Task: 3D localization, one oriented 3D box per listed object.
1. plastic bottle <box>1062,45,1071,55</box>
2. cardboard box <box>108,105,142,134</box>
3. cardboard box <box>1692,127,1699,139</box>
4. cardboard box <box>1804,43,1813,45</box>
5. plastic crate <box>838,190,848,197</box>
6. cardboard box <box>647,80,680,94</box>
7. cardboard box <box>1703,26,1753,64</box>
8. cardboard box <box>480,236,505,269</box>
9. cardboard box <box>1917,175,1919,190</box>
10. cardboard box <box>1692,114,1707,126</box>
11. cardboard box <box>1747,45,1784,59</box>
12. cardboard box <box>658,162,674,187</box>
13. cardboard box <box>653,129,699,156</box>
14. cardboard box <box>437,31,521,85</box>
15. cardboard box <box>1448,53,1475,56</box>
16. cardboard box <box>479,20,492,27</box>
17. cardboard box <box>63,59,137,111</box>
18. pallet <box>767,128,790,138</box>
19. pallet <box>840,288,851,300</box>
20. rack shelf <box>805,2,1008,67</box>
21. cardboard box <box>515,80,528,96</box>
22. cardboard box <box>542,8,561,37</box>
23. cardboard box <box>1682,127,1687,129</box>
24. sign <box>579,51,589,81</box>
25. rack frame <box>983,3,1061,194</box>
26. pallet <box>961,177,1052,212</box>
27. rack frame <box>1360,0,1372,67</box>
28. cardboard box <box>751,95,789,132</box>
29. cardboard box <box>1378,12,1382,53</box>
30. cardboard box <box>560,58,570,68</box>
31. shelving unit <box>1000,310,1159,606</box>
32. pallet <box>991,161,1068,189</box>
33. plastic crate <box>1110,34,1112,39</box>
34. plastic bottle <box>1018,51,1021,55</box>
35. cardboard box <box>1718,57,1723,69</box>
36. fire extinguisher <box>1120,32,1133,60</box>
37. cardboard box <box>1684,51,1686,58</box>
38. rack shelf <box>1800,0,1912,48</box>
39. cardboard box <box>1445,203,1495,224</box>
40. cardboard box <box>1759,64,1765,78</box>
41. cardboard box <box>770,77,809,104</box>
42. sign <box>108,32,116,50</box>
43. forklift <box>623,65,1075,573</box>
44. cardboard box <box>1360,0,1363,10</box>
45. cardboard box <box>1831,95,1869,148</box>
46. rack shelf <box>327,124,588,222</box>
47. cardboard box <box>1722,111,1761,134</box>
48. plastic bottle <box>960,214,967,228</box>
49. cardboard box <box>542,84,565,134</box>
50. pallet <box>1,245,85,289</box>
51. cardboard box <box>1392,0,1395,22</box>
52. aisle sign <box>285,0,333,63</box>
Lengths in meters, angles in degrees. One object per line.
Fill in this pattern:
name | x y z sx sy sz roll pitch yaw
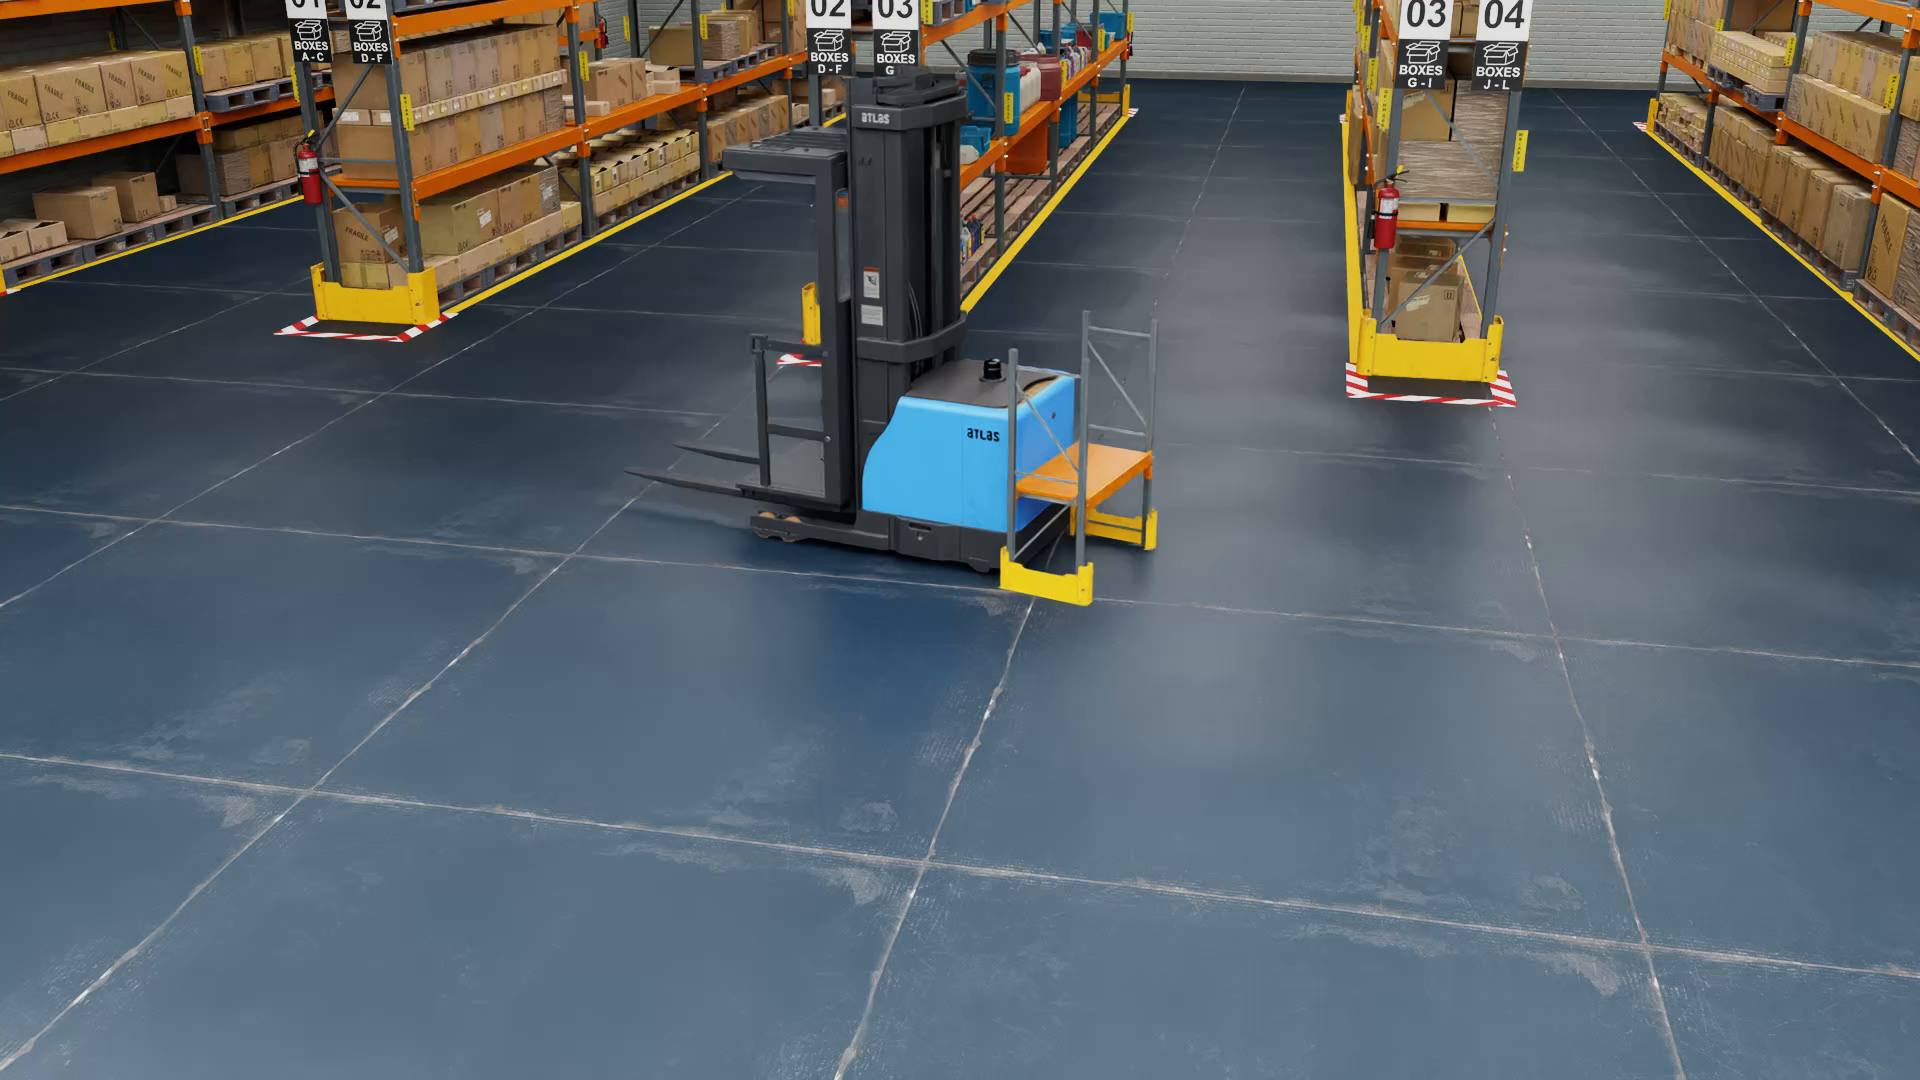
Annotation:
plastic bottle | 1.582 -7.139 24.630 0.144 0.351 0.185 4 22 11
cardboard box | -9.700 -4.786 18.895 0.500 0.250 0.500 4 22 11
cardboard box | 11.108 -6.037 24.683 0.380 0.149 0.250 3 22 8
cardboard box | 11.101 -6.404 21.718 0.380 0.149 0.250 4 22 10
plastic crate | -1.011 -3.328 15.300 0.499 0.251 0.616 4 22 11
cardboard box | -3.949 -6.029 22.145 0.380 0.149 0.250 4 22 11
cardboard box | 11.134 -7.170 24.109 0.500 0.500 0.500 4 22 11
cardboard box | -5.140 -3.034 17.491 0.500 0.250 0.500 4 22 11
cardboard box | 9.301 -3.403 15.088 0.875 0.550 0.550 4 22 11
cardboard box | 11.187 -6.273 24.872 0.380 0.149 0.250 4 22 10
cardboard box | 10.360 -6.266 21.373 0.380 0.149 0.250 4 22 11
cardboard box | -4.112 -4.831 21.953 0.500 0.250 0.500 5 22 12
cardboard box | -3.902 -5.465 22.775 0.500 0.311 0.500 5 22 12
cardboard box | -5.141 -5.150 17.756 0.700 0.500 0.500 4 22 11
cardboard box | 4.819 -4.373 15.826 0.500 0.500 0.500 4 22 11
cardboard box | -7.918 -8.340 26.988 0.500 0.500 0.500 4 22 10
cardboard box | -9.706 -5.134 18.755 0.500 0.500 0.500 4 22 9
pallet | -3.349 -6.365 26.374 1.003 0.211 1.213 4 22 11
pallet | -0.680 -2.225 16.097 1.003 0.211 1.213 4 22 11
rack shelf | -0.412 -4.980 16.151 1.077 0.370 4.000 4 22 11
cardboard box | -4.908 -4.892 17.983 0.380 0.149 0.250 4 22 11
cardboard box | -7.650 -9.204 29.291 0.980 0.700 0.700 3 22 8
cardboard box | 11.389 -6.297 25.729 0.380 0.149 0.250 5 22 12
sign | -4.309 -5.429 19.054 0.100 0.325 0.005 4 22 11
rack frame | 0.812 -6.117 22.026 1.000 3.000 0.127 4 22 11
pallet | 0.616 -4.543 21.851 1.003 0.211 1.213 4 22 11
rack frame | 6.477 -7.202 24.721 1.000 3.000 0.127 4 22 11
cardboard box | -3.040 -6.801 26.482 0.500 0.500 0.500 4 22 11
cardboard box | 5.962 -6.755 22.134 0.797 0.503 0.637 5 22 12
cardboard box | -7.198 -8.716 30.395 0.380 0.149 0.250 5 22 12
shelving unit | 0.755 -0.529 10.158 0.587 1.500 1.083 11 25 26
pallet | 0.932 -5.115 23.271 1.003 0.211 1.213 4 22 11
plastic crate | 2.382 -8.531 28.293 0.396 0.136 0.243 4 22 11
plastic bottle | 0.849 -6.864 23.947 0.144 0.351 0.185 4 22 11
cardboard box | 10.676 -6.563 22.909 0.380 0.149 0.250 5 22 11
fire extinguisher | 2.920 -8.854 29.426 0.296 0.674 0.183 4 22 11
cardboard box | 11.625 -7.647 26.161 0.380 0.149 0.250 4 22 10
rack shelf | 10.088 -5.650 17.816 1.077 0.370 4.000 4 22 11
cardboard box | 4.320 -2.783 14.084 0.380 0.149 0.250 4 22 11
cardboard box | 10.204 -5.853 20.748 0.380 0.149 0.250 5 23 13
cardboard box | -2.842 -7.692 28.690 0.797 0.503 0.637 4 22 11
sign | -10.247 -5.987 20.154 0.100 0.325 0.005 4 22 11
forklift | -0.811 -1.510 10.680 3.031 2.935 1.130 10 24 23
cardboard box | 6.729 -8.553 26.875 0.500 0.500 0.500 4 22 9
cardboard box | 9.731 -4.488 17.849 0.500 0.500 0.500 5 22 11
rack shelf | -5.260 -3.968 17.653 1.077 0.370 4.000 4 22 11
cardboard box | 10.797 -5.725 22.833 0.500 0.250 0.500 5 22 12
plastic bottle | 0.006 -3.383 18.194 0.144 0.351 0.185 4 22 11
cardboard box | -4.937 -4.916 18.912 0.700 0.500 0.500 4 22 10
pallet | -10.303 -2.975 17.957 1.003 0.211 1.213 4 22 11
cardboard box | 4.090 -4.700 14.695 0.500 0.250 0.500 5 22 12
aisle sign | -5.969 -4.774 15.212 0.394 0.787 0.004 4 22 11
